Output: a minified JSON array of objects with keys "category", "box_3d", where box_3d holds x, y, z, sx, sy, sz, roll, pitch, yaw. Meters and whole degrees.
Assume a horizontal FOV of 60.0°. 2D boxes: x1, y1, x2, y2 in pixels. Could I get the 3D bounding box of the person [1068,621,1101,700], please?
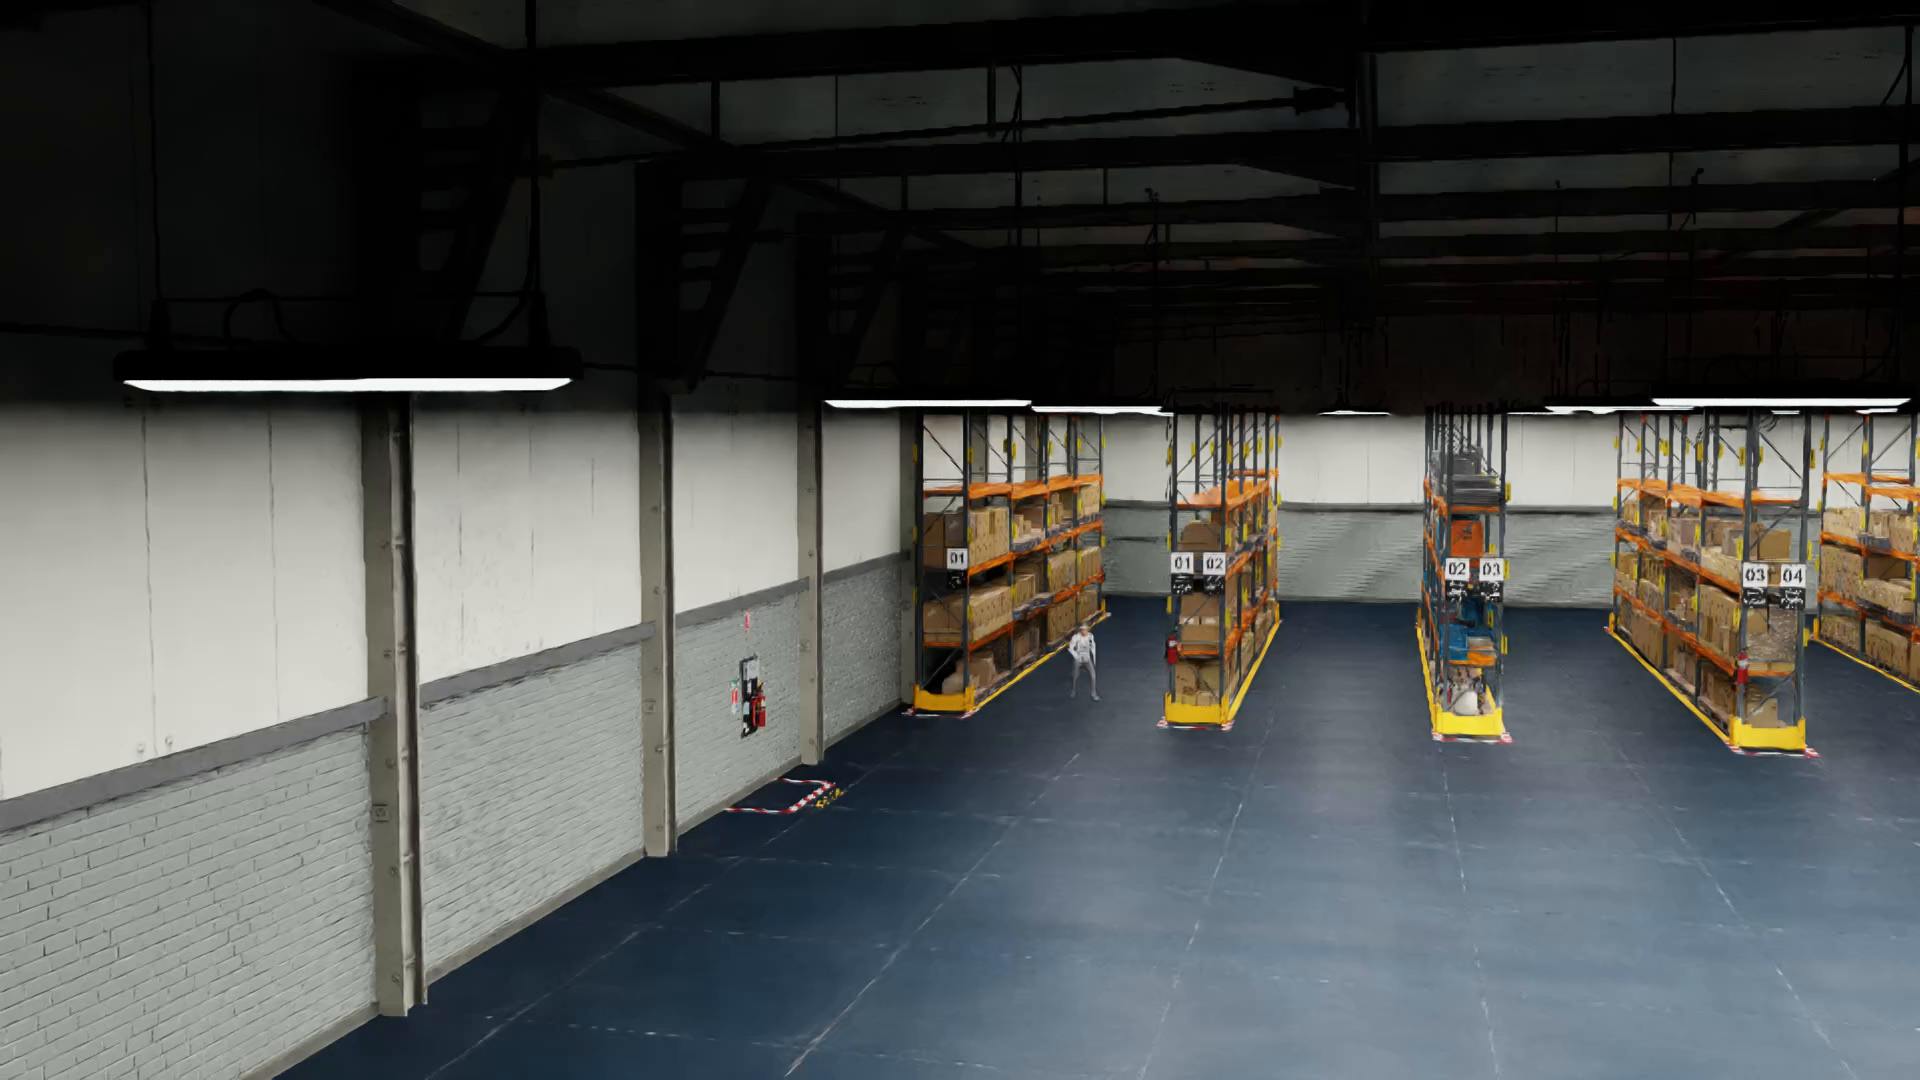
[{"category":"person","box_3d":[2.498,2.430,33.683,0.643,1.600,0.794,0,4,-4]}]
